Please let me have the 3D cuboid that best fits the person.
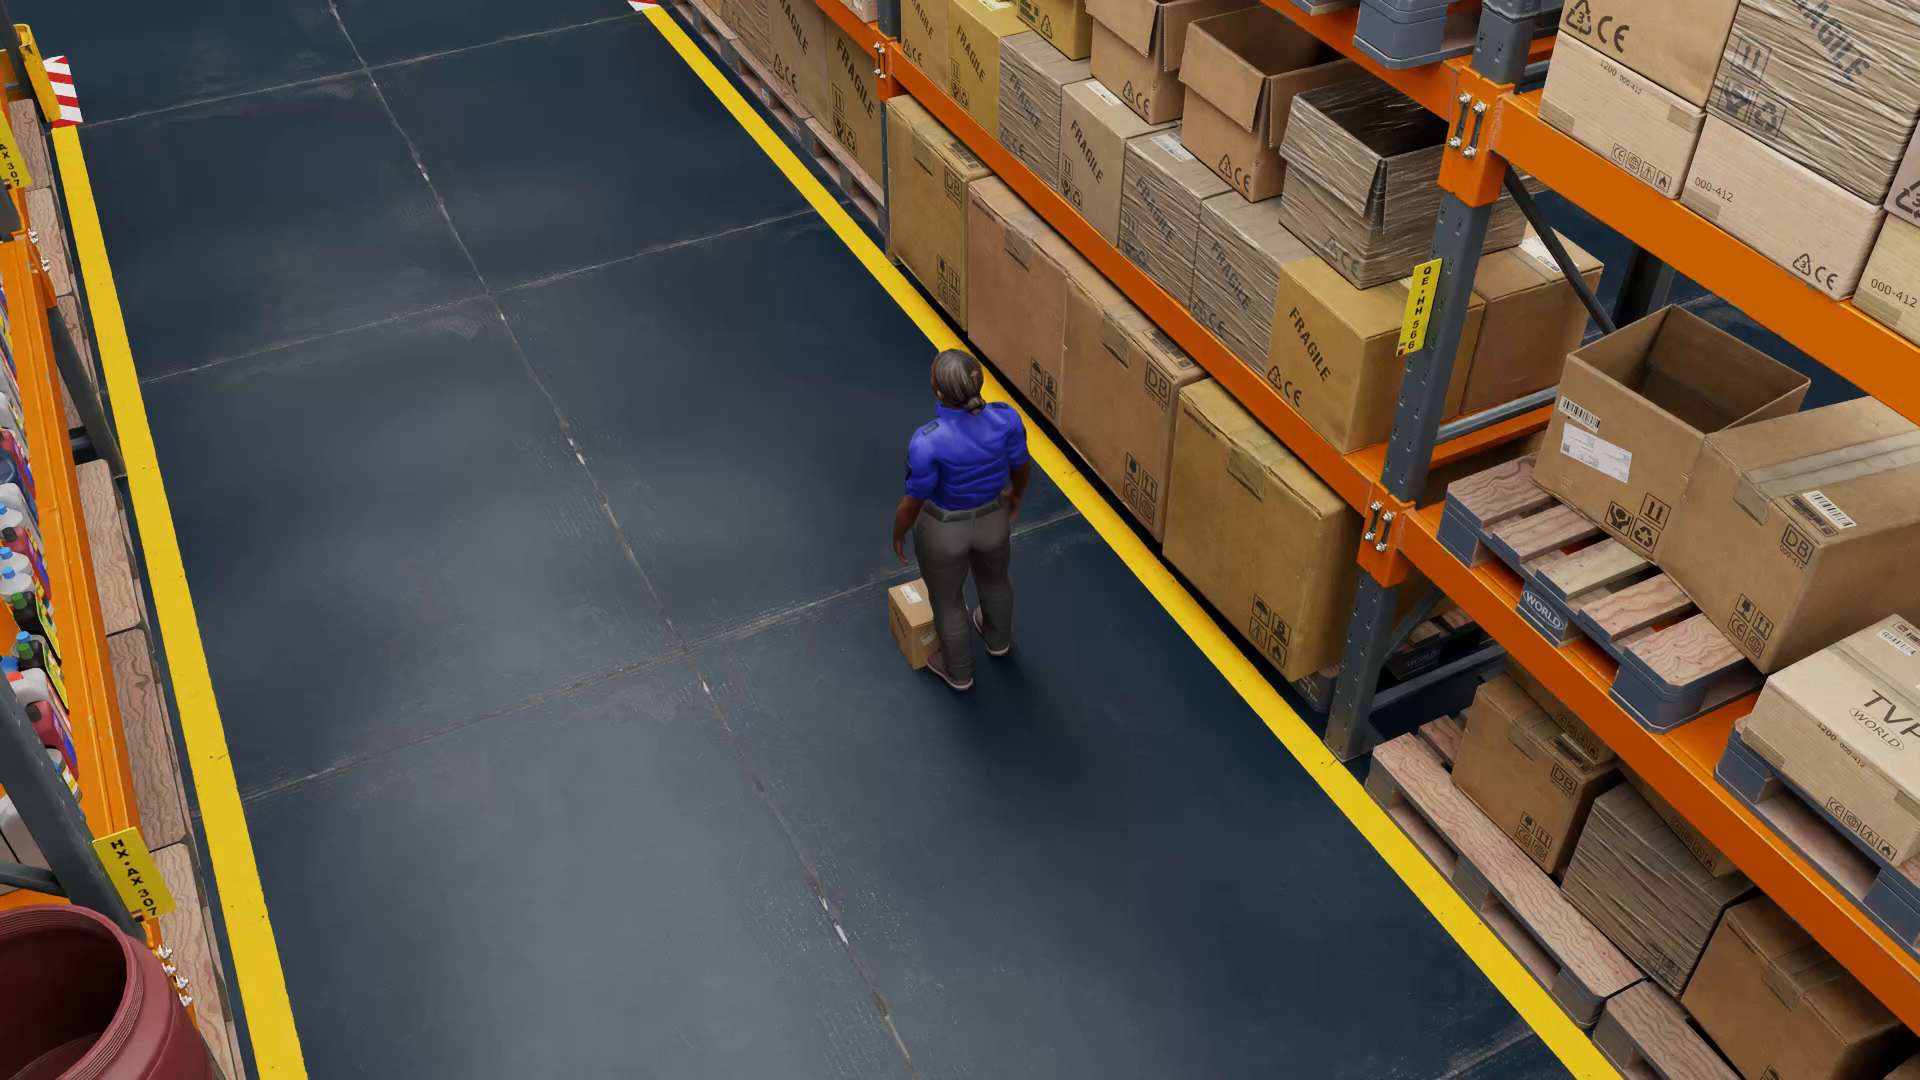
[{"bbox_3d":[-0.014,-0.103,6.268,0.569,1.654,0.504,-17,44,-18],"label":"person"}]
